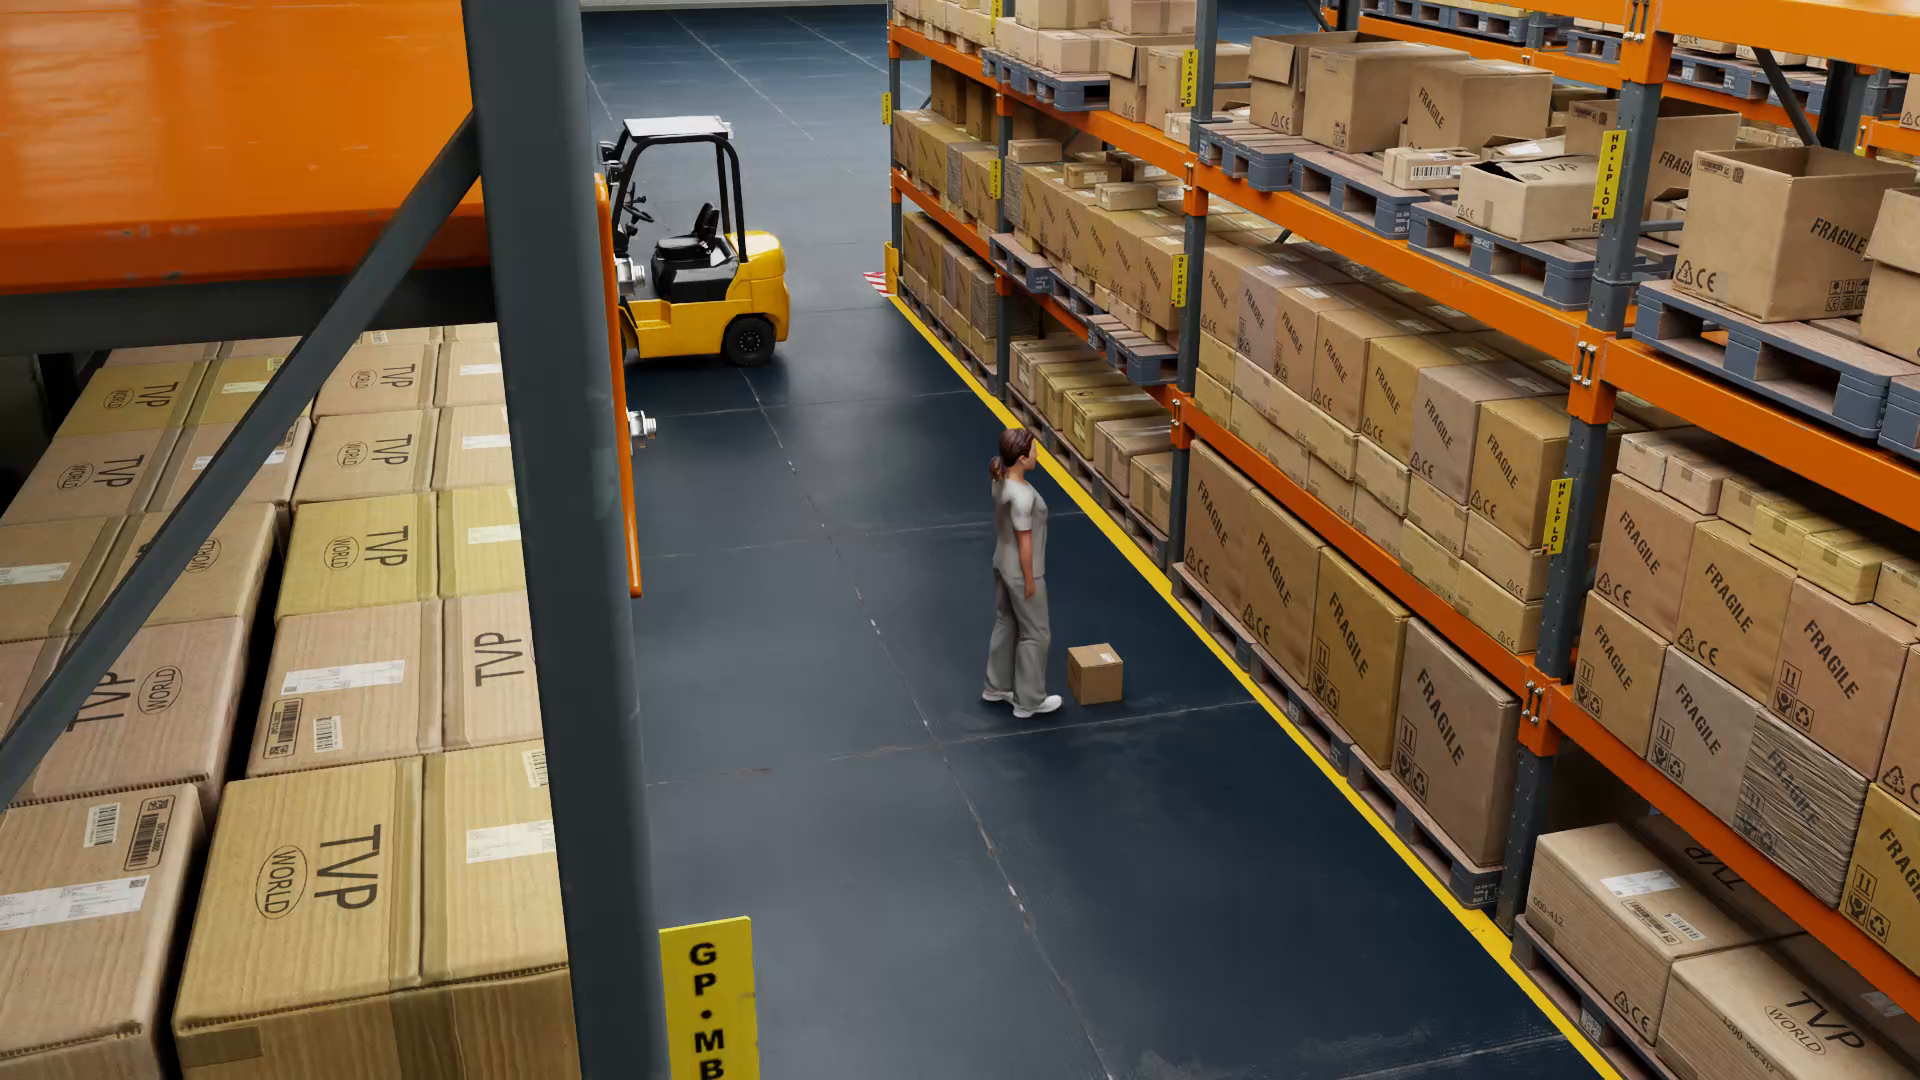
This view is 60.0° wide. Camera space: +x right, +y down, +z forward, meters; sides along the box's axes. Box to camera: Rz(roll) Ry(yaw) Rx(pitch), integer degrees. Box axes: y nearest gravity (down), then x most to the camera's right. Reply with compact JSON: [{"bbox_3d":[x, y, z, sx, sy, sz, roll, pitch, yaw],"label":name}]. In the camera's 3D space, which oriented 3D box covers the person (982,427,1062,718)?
[{"bbox_3d":[0.351,0.174,9.207,0.432,1.676,0.436,-6,24,-14],"label":"person"}]
